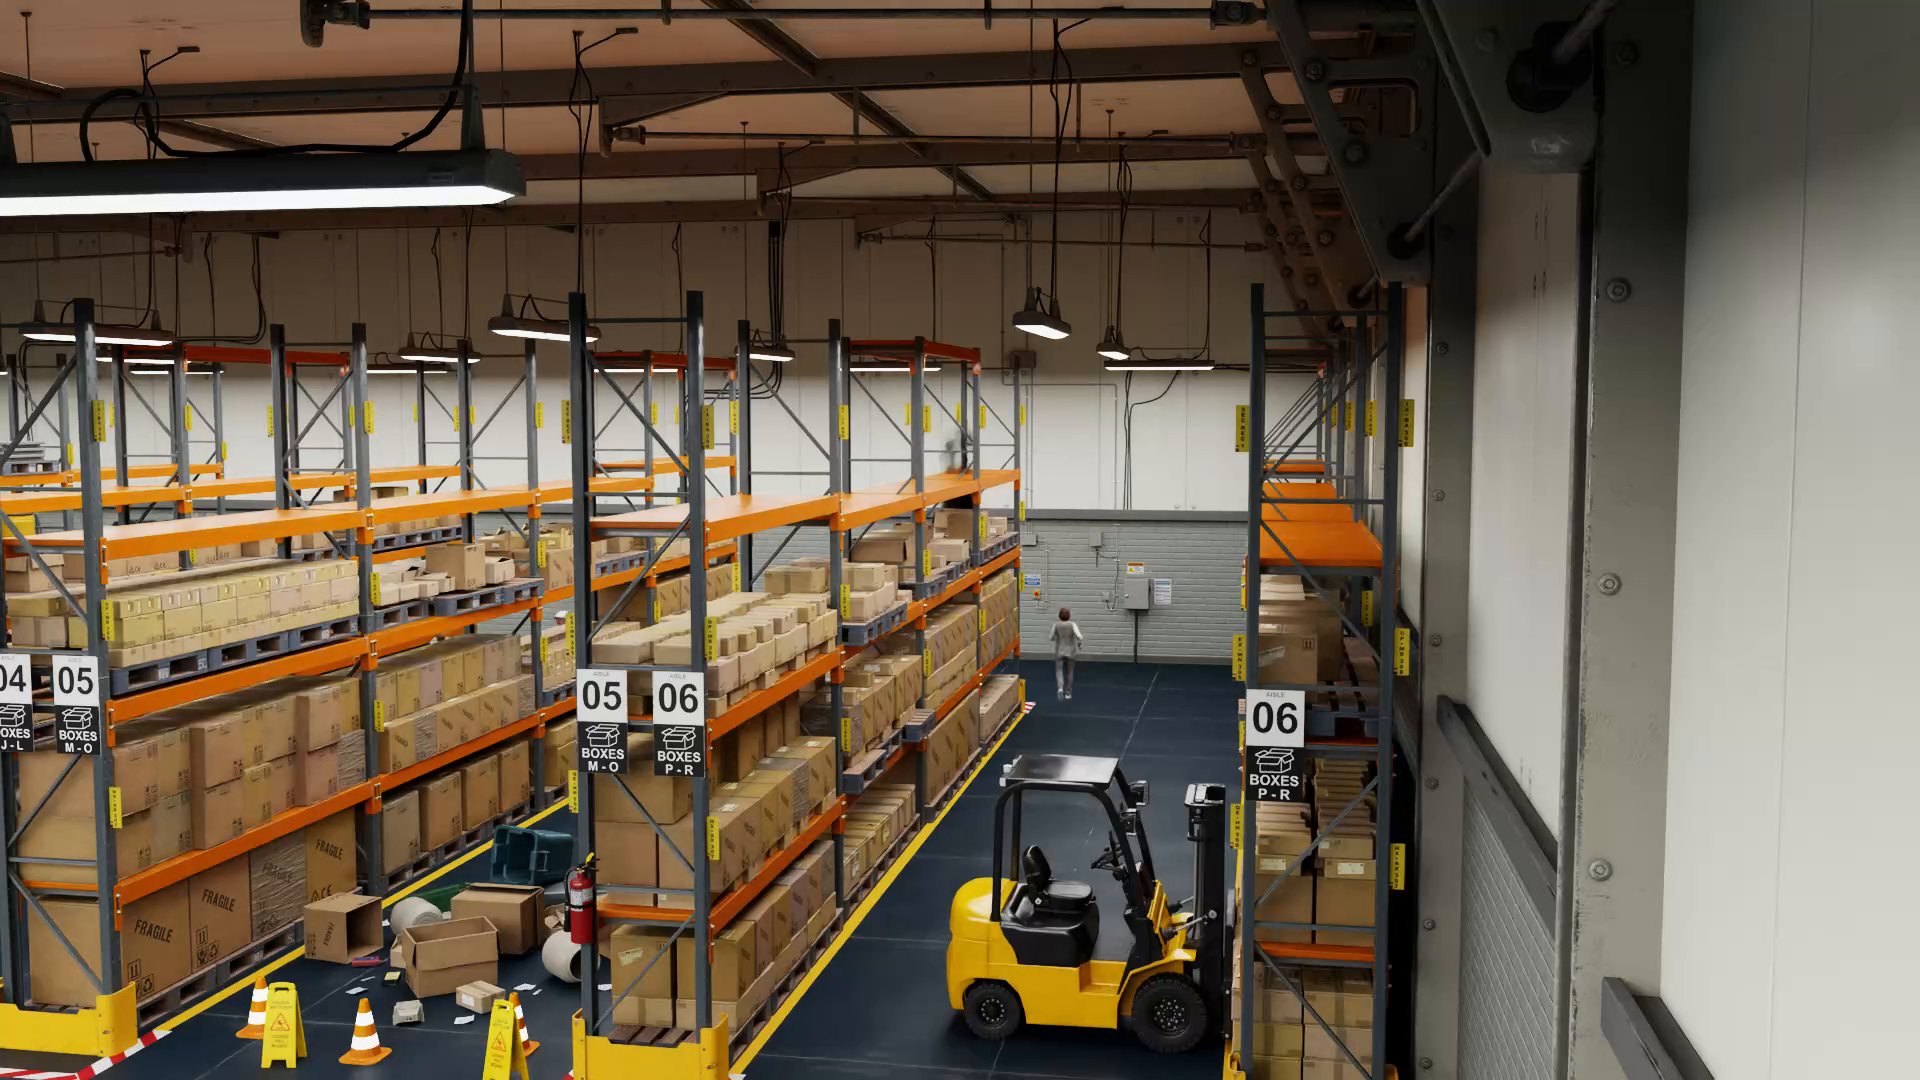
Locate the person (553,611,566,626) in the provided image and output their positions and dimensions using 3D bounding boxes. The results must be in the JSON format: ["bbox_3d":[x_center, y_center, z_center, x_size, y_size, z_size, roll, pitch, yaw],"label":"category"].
[{"bbox_3d":[-6.499,2.070,27.516,0.644,1.820,0.816,1,5,18],"label":"person"}]

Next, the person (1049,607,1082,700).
[{"bbox_3d":[1.761,1.882,27.555,0.568,1.539,0.706,1,5,9],"label":"person"}]

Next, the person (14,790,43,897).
[{"bbox_3d":[-8.852,2.984,16.039,0.661,1.715,0.906,-1,5,-6],"label":"person"}]

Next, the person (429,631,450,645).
[{"bbox_3d":[-8.132,2.148,26.220,0.663,1.763,0.975,1,5,10],"label":"person"}]
